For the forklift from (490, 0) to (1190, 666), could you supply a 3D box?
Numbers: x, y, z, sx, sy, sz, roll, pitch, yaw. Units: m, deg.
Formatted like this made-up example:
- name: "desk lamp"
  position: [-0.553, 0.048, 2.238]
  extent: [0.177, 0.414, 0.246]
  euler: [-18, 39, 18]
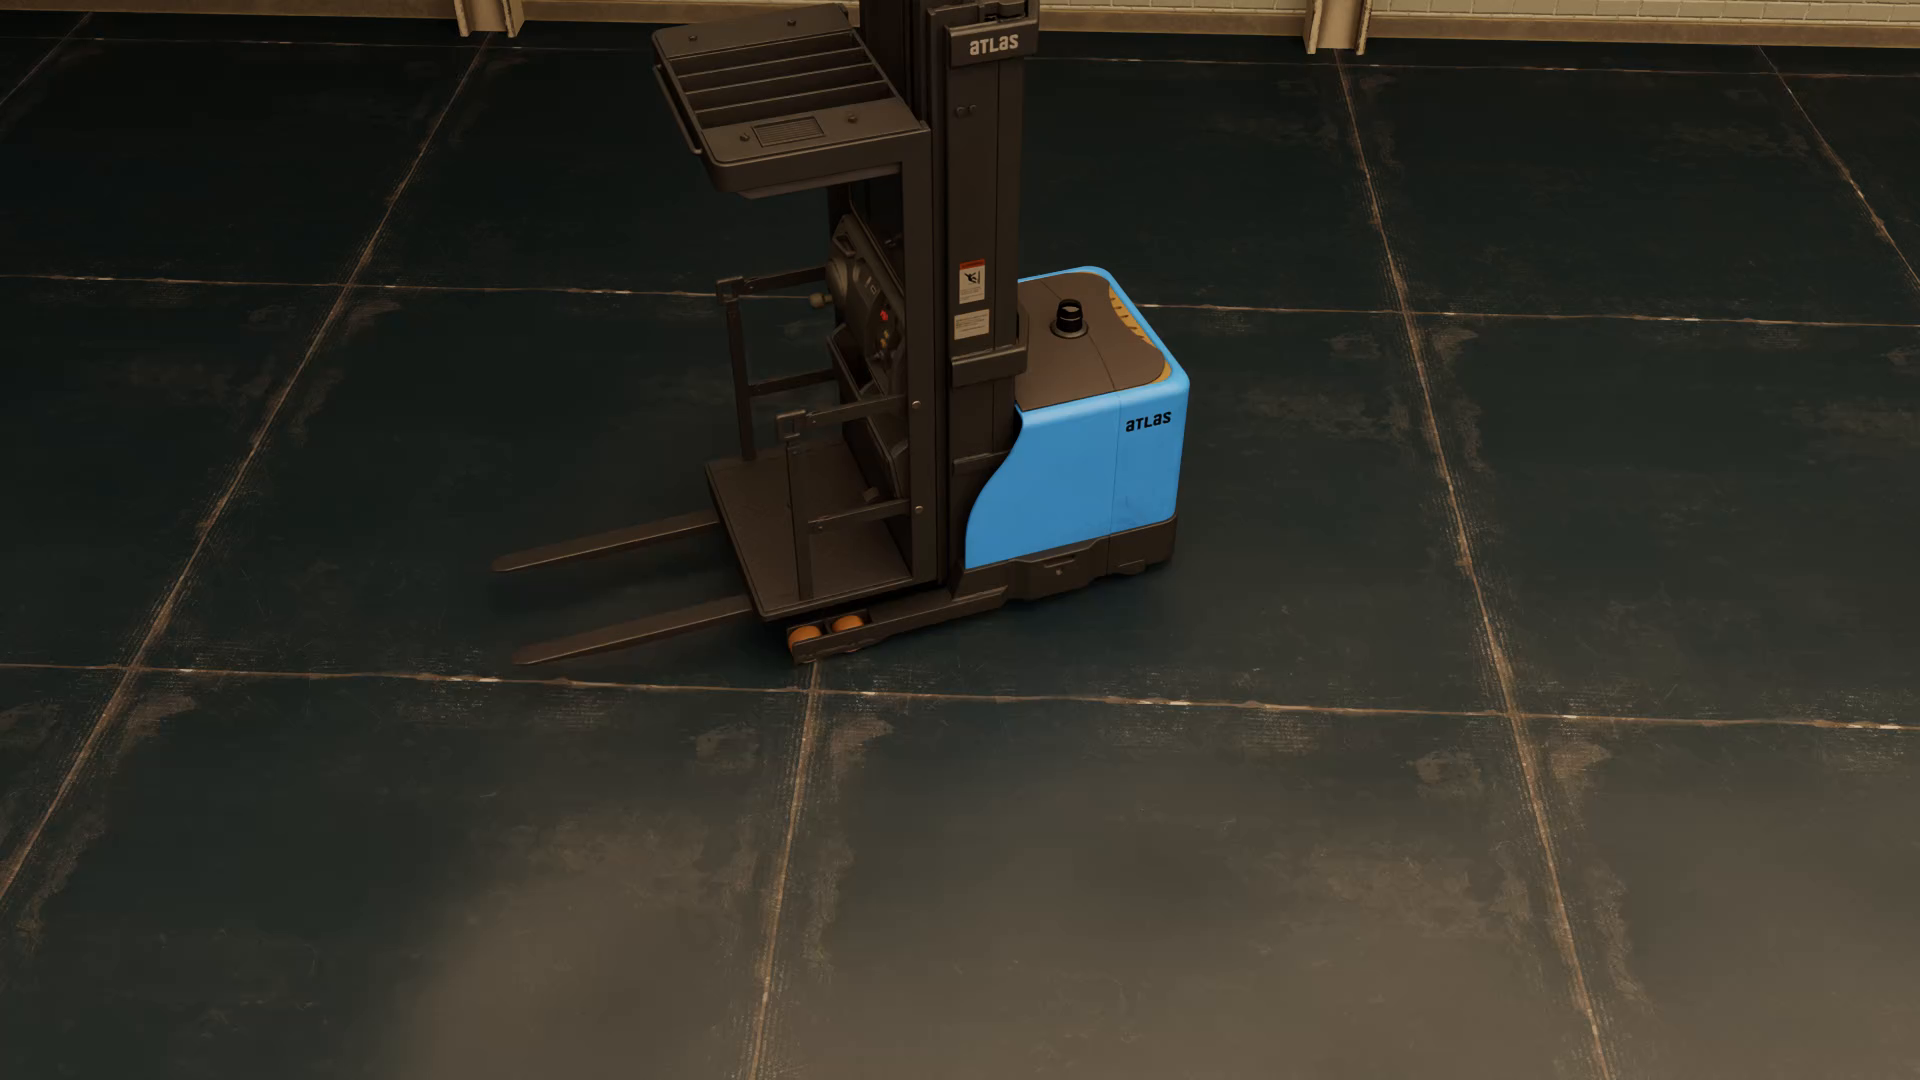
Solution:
- name: "forklift"
  position: [-0.573, -0.945, 6.778]
  extent: [3.031, 2.935, 1.130]
  euler: [-13, 44, -14]
